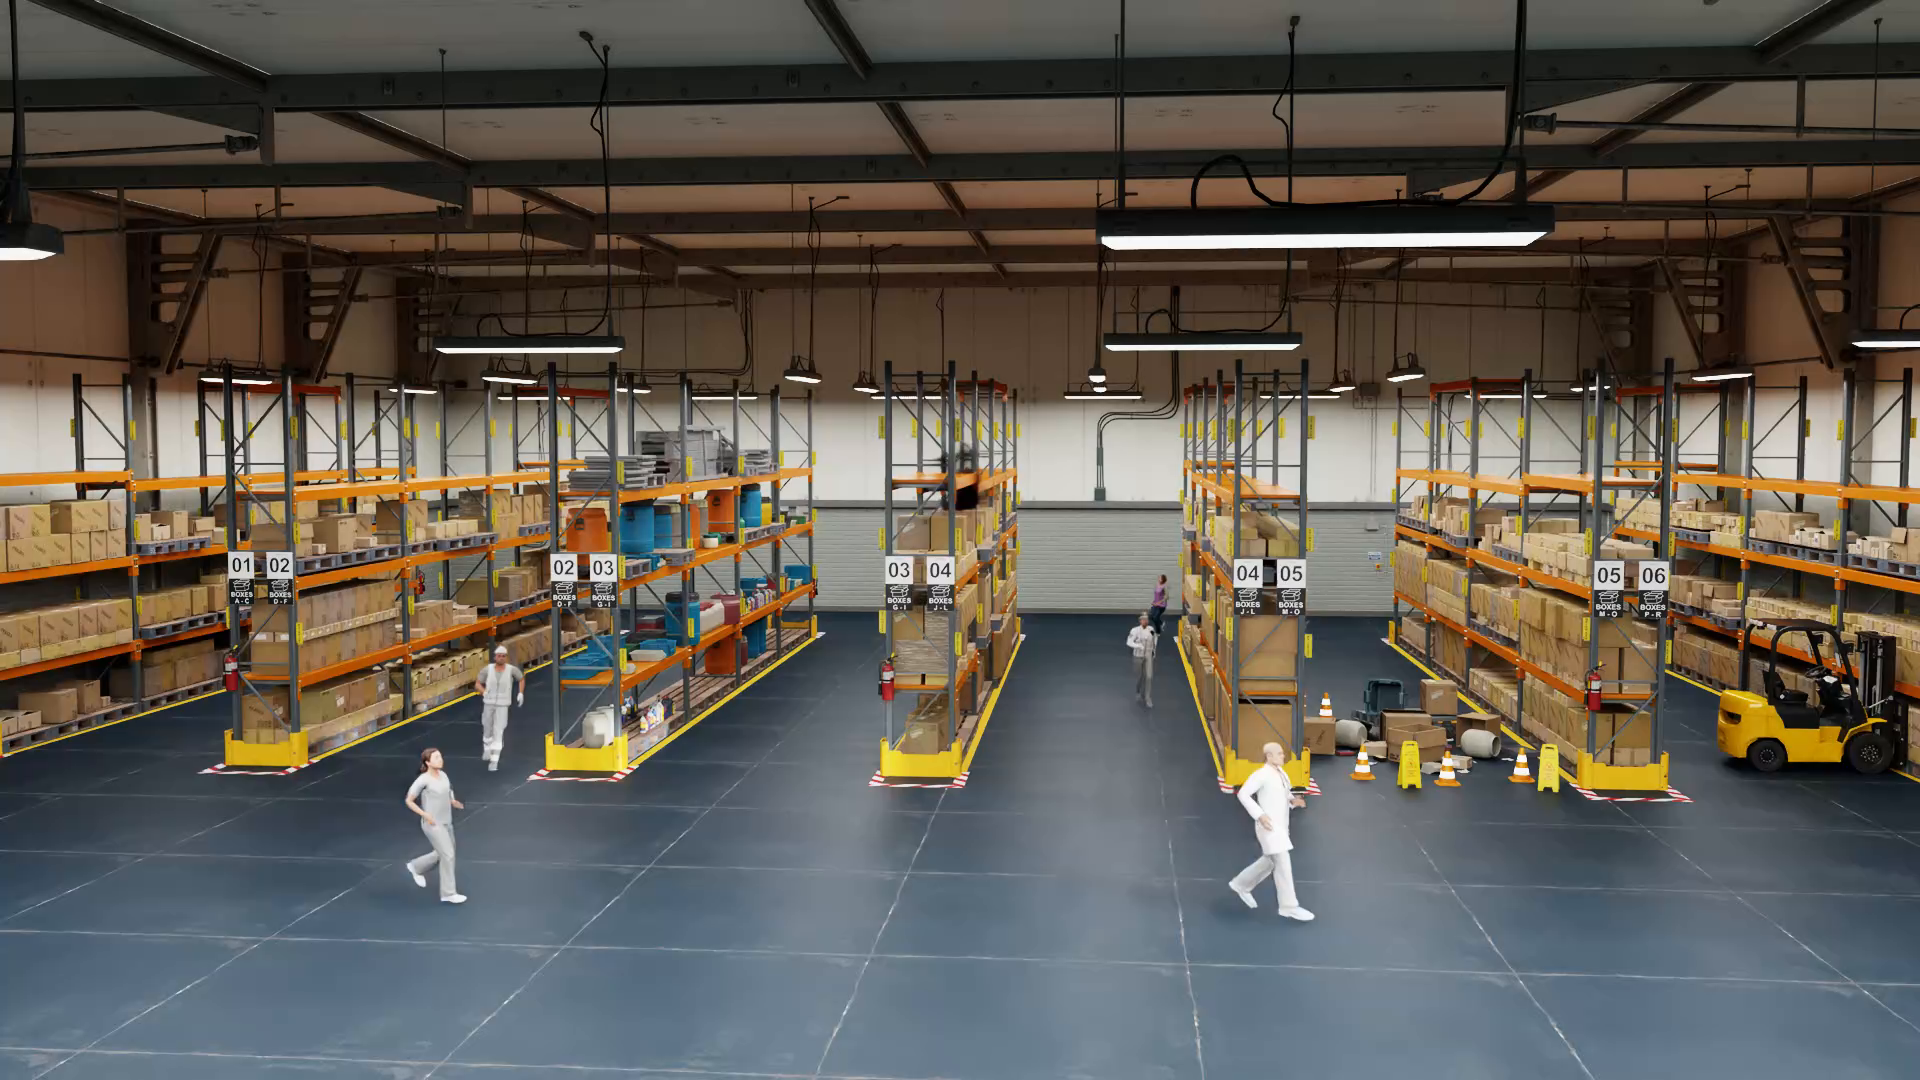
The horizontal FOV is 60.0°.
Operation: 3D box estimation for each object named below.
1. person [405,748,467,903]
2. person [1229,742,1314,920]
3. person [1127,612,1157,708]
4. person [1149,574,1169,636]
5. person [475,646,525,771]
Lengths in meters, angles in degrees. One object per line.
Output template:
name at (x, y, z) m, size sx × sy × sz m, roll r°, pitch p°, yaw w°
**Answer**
person at (-5.604, 3.019, 17.690) m, size 0.802 × 1.635 × 0.575 m, roll 2°, pitch 4°, yaw 22°
person at (3.215, 3.007, 17.116) m, size 0.949 × 1.677 × 0.715 m, roll 2°, pitch 4°, yaw 31°
person at (3.334, 2.170, 30.372) m, size 0.600 × 1.730 × 0.794 m, roll 0°, pitch 4°, yaw -3°
person at (4.873, 1.588, 40.316) m, size 0.514 × 1.532 × 0.561 m, roll -2°, pitch 4°, yaw -31°
person at (-6.853, 2.467, 24.762) m, size 0.714 × 1.789 × 0.911 m, roll -1°, pitch 4°, yaw -10°
